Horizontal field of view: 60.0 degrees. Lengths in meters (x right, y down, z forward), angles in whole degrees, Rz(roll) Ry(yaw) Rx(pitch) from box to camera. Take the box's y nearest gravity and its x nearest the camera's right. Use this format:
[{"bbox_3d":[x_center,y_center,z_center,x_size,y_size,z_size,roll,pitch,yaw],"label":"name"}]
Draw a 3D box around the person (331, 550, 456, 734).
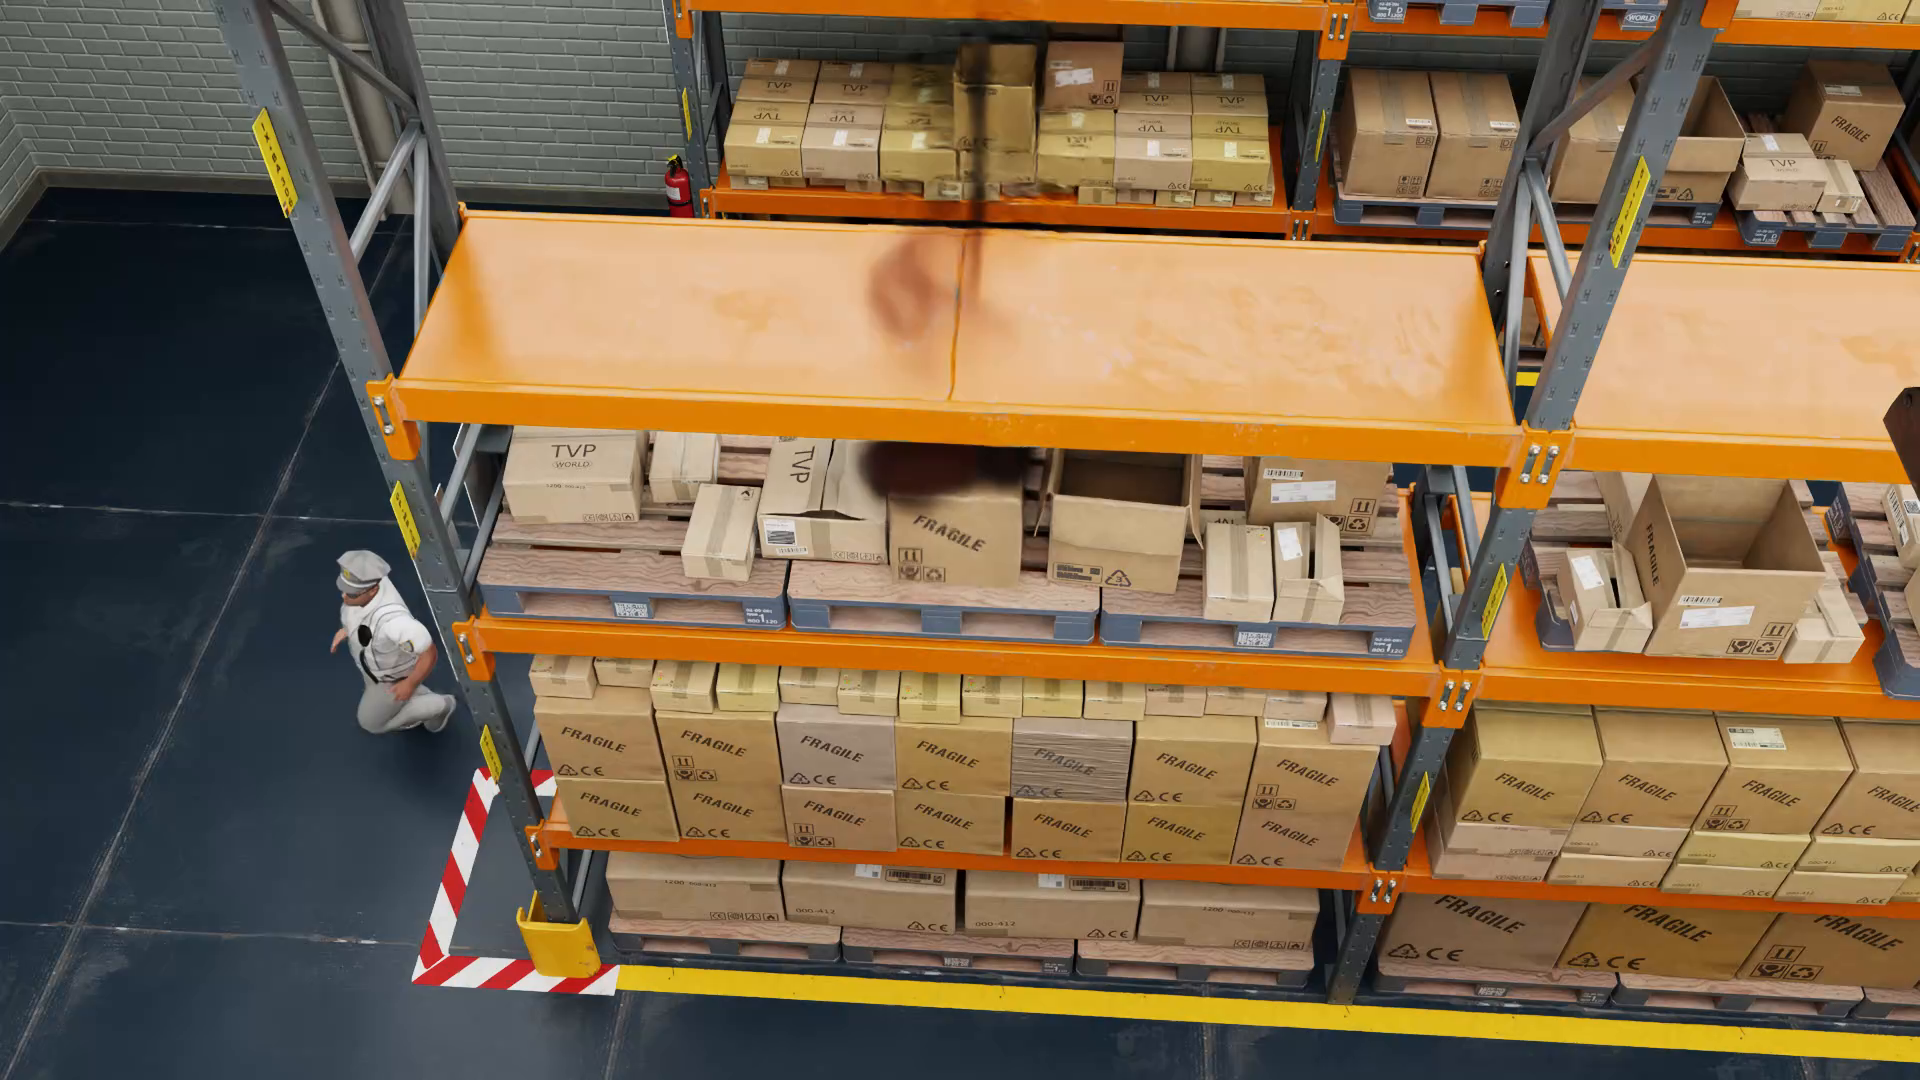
[{"bbox_3d":[-3.114,0.659,8.997,0.504,1.715,0.717,-26,53,-21],"label":"person"}]
